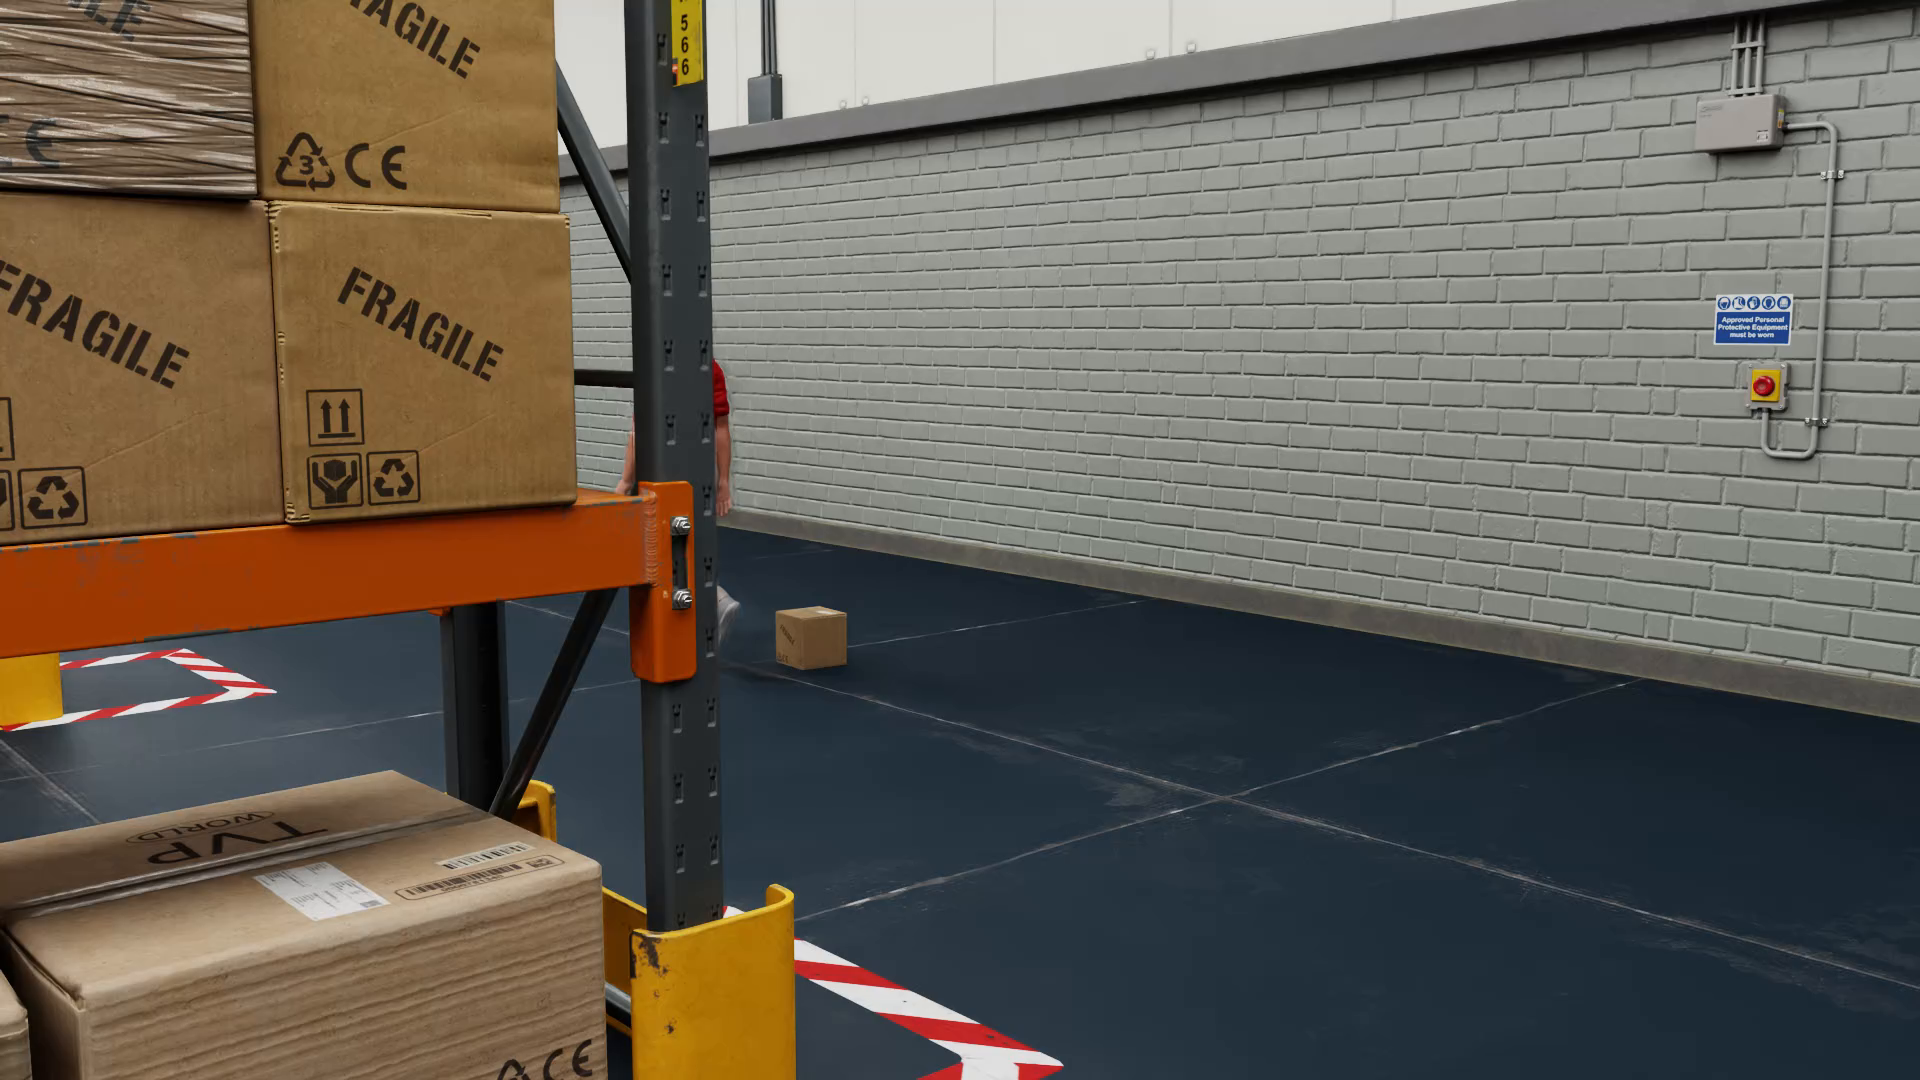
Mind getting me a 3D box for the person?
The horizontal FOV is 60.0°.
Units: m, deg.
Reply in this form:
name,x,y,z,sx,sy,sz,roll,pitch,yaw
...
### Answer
name,x,y,z,sx,sy,sz,roll,pitch,yaw
person,-1.324,-0.285,7.927,0.831,1.696,0.551,5,9,32
